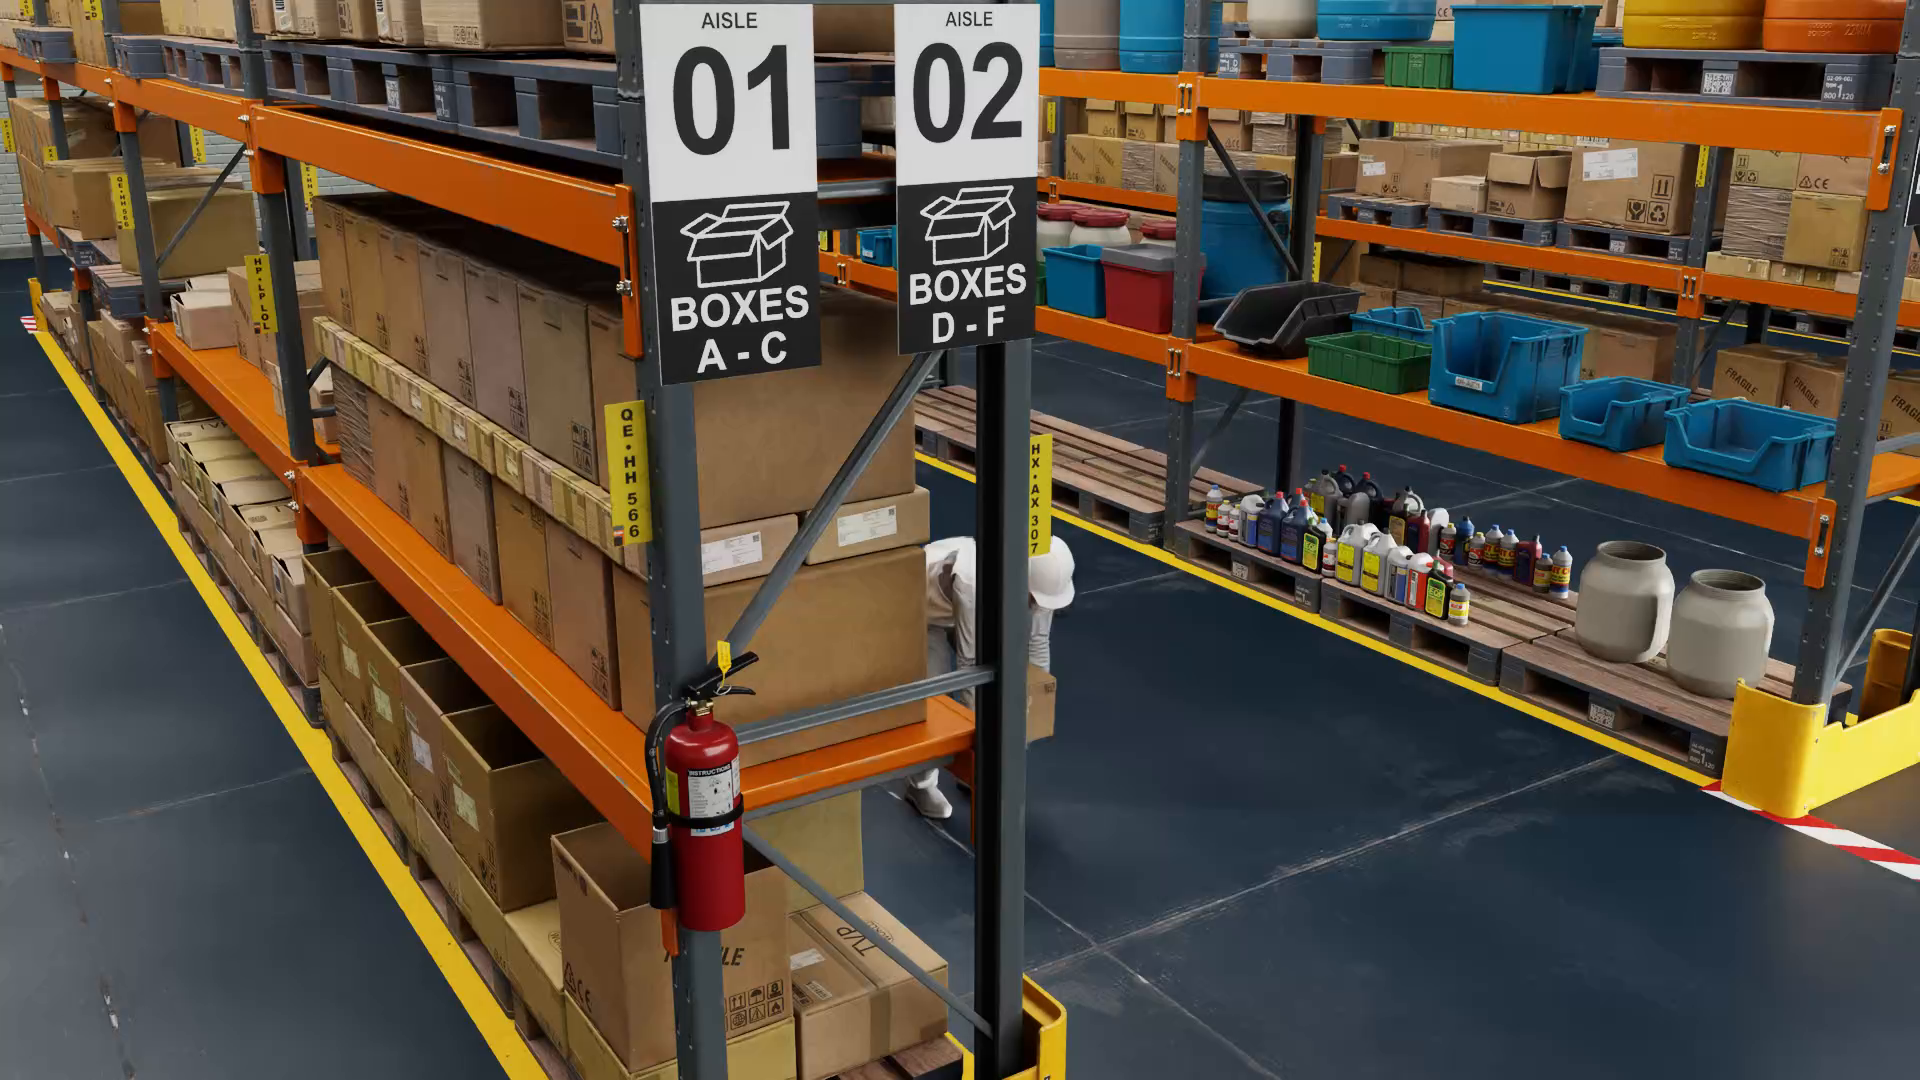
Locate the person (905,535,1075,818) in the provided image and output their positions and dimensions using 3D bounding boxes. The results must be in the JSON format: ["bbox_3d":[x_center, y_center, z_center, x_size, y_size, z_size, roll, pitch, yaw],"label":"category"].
[{"bbox_3d":[0.099,0.518,6.657,0.455,1.317,0.949,-12,22,-33],"label":"person"}]
